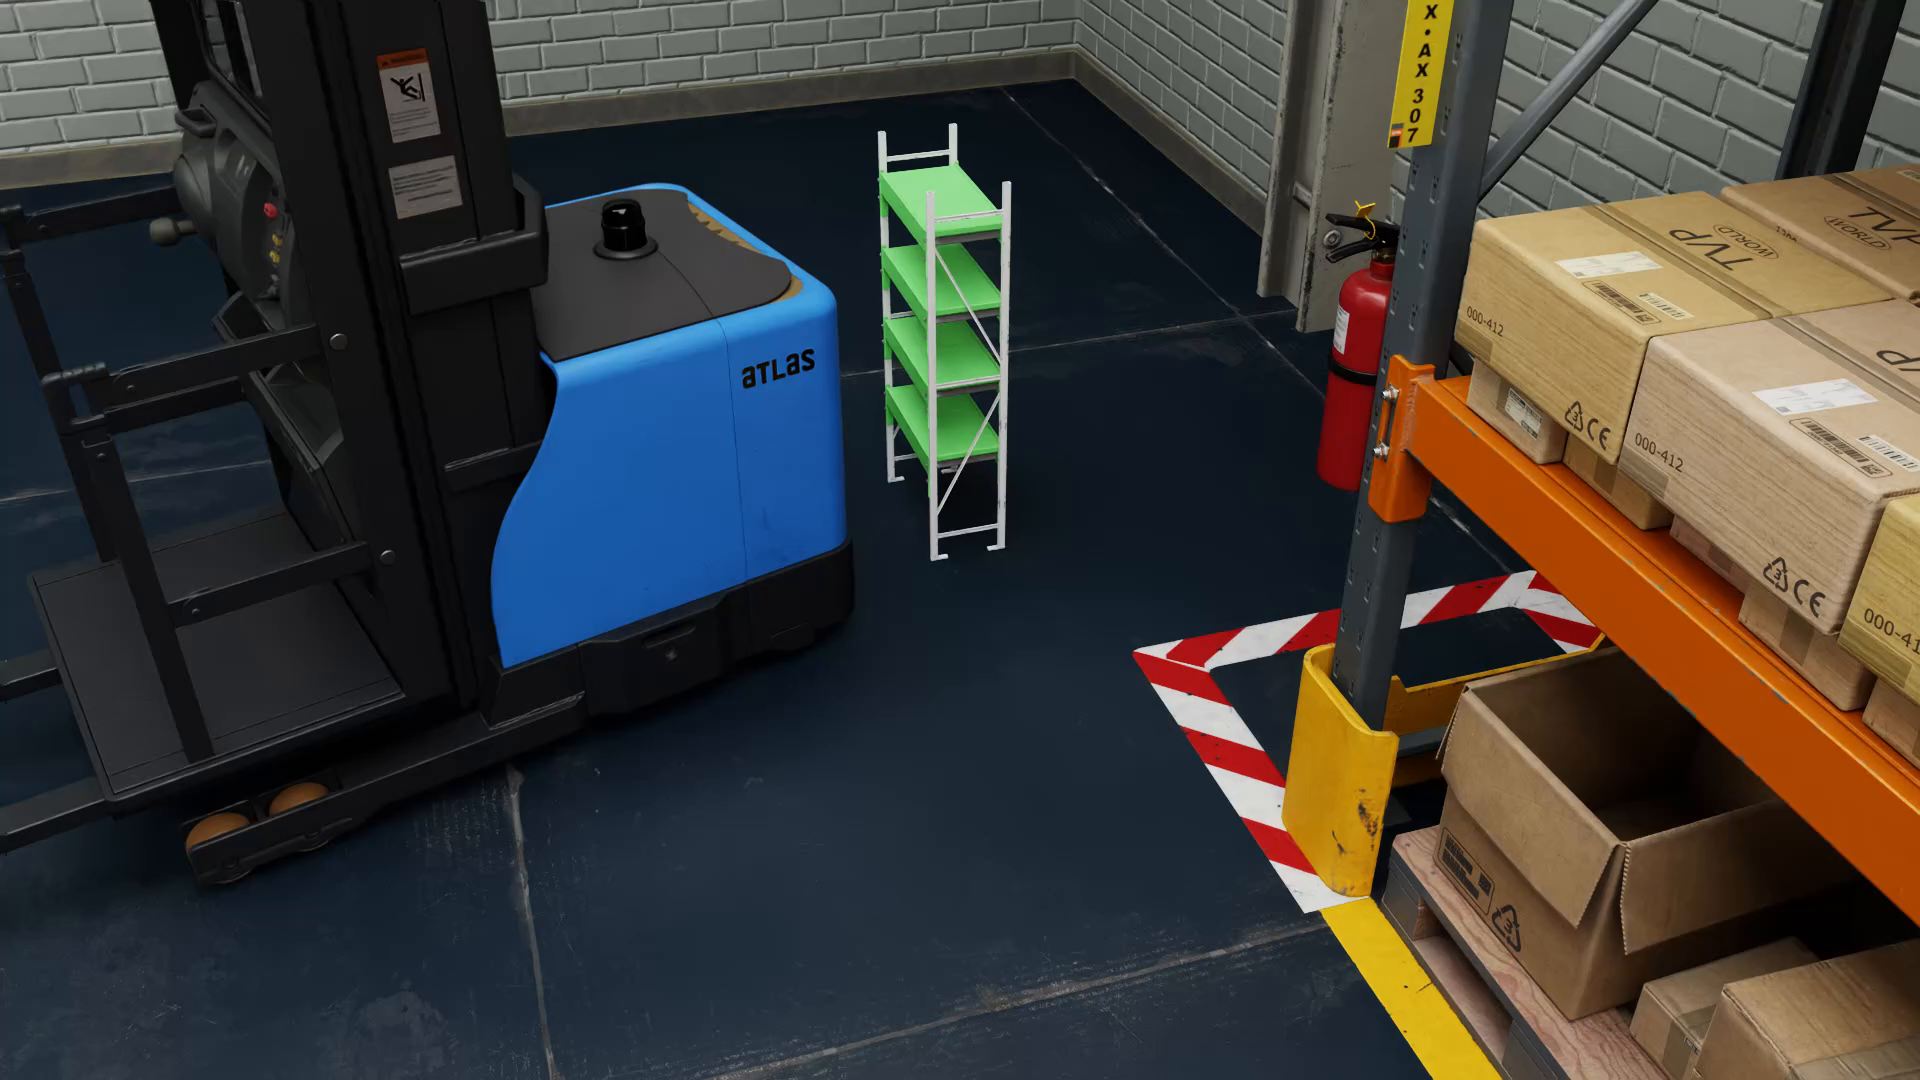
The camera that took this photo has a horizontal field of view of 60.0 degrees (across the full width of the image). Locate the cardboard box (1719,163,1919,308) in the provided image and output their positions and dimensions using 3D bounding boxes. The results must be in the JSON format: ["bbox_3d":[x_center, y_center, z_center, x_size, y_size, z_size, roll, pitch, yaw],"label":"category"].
[{"bbox_3d":[1.771,-0.483,3.127,0.500,0.250,0.500,-9,35,-13],"label":"cardboard box"}]

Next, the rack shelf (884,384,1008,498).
[{"bbox_3d":[-0.051,-0.334,5.218,0.258,0.148,0.480,-10,35,-15],"label":"rack shelf"}]

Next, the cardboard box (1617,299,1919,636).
[{"bbox_3d":[1.414,-0.132,2.595,0.500,0.250,0.500,-10,35,-14],"label":"cardboard box"}]

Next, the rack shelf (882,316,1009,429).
[{"bbox_3d":[-0.051,-0.534,5.086,0.258,0.148,0.480,-10,35,-15],"label":"rack shelf"}]

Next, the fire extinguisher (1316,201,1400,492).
[{"bbox_3d":[0.893,-0.430,3.589,0.296,0.674,0.183,-10,35,-15],"label":"fire extinguisher"}]

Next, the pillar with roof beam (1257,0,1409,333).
[{"bbox_3d":[-2.686,-3.965,3.088,9.100,9.000,0.400,-10,35,-15],"label":"pillar with roof beam"}]

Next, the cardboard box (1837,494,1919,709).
[{"bbox_3d":[1.572,0.134,2.193,0.500,0.250,0.500,-11,35,-16],"label":"cardboard box"}]

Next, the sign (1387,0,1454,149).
[{"bbox_3d":[0.861,-0.889,3.089,0.100,0.325,0.005,-10,35,-15],"label":"sign"}]

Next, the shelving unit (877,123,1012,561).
[{"bbox_3d":[-0.051,-0.588,5.051,0.258,1.200,0.503,-10,35,-15],"label":"shelving unit"}]

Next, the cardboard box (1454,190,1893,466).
[{"bbox_3d":[1.260,-0.397,2.996,0.500,0.250,0.500,-10,35,-14],"label":"cardboard box"}]

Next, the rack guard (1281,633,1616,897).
[{"bbox_3d":[1.401,0.464,4.094,1.175,0.500,0.348,-10,35,-15],"label":"rack guard"}]

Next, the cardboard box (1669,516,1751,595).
[{"bbox_3d":[1.452,-0.037,2.813,0.380,0.149,0.250,-10,35,-15],"label":"cardboard box"}]

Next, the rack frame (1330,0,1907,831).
[{"bbox_3d":[1.378,-0.619,3.465,1.000,3.000,0.127,-10,35,-15],"label":"rack frame"}]

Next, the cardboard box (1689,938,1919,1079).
[{"bbox_3d":[1.698,1.041,2.840,0.700,0.500,0.500,-9,34,-13],"label":"cardboard box"}]

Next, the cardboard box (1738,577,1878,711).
[{"bbox_3d":[1.471,0.106,2.597,0.380,0.149,0.250,-9,34,-13],"label":"cardboard box"}]

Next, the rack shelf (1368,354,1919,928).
[{"bbox_3d":[1.988,0.732,2.075,1.077,0.370,4.000,-10,35,-15],"label":"rack shelf"}]

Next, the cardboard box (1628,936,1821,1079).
[{"bbox_3d":[1.567,0.962,3.278,0.380,0.149,0.250,-11,35,-17],"label":"cardboard box"}]

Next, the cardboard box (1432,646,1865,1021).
[{"bbox_3d":[1.475,0.585,3.528,0.797,0.503,0.637,-11,35,-17],"label":"cardboard box"}]

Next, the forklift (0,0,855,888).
[{"bbox_3d":[-1.812,-0.731,3.698,3.031,2.935,1.130,-20,39,-28],"label":"forklift"}]

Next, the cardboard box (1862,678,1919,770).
[{"bbox_3d":[1.557,0.244,2.387,0.380,0.149,0.250,-9,35,-14],"label":"cardboard box"}]

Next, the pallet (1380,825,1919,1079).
[{"bbox_3d":[1.645,1.003,3.541,1.003,0.211,1.213,-10,35,-15],"label":"pallet"}]

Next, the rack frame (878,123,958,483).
[{"bbox_3d":[-0.125,-0.716,5.245,0.240,1.200,0.015,-10,35,-15],"label":"rack frame"}]

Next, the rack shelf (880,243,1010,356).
[{"bbox_3d":[-0.051,-0.734,4.954,0.258,0.148,0.480,-10,35,-15],"label":"rack shelf"}]

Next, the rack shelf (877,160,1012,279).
[{"bbox_3d":[-0.051,-0.935,4.821,0.258,0.148,0.480,-10,35,-15],"label":"rack shelf"}]

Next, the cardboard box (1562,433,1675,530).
[{"bbox_3d":[1.339,-0.169,3.013,0.380,0.149,0.250,-9,35,-14],"label":"cardboard box"}]

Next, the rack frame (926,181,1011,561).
[{"bbox_3d":[0.024,-0.459,4.857,0.240,1.200,0.015,-10,35,-15],"label":"rack frame"}]

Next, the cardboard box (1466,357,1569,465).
[{"bbox_3d":[1.217,-0.295,3.204,0.380,0.149,0.250,-10,35,-15],"label":"cardboard box"}]
